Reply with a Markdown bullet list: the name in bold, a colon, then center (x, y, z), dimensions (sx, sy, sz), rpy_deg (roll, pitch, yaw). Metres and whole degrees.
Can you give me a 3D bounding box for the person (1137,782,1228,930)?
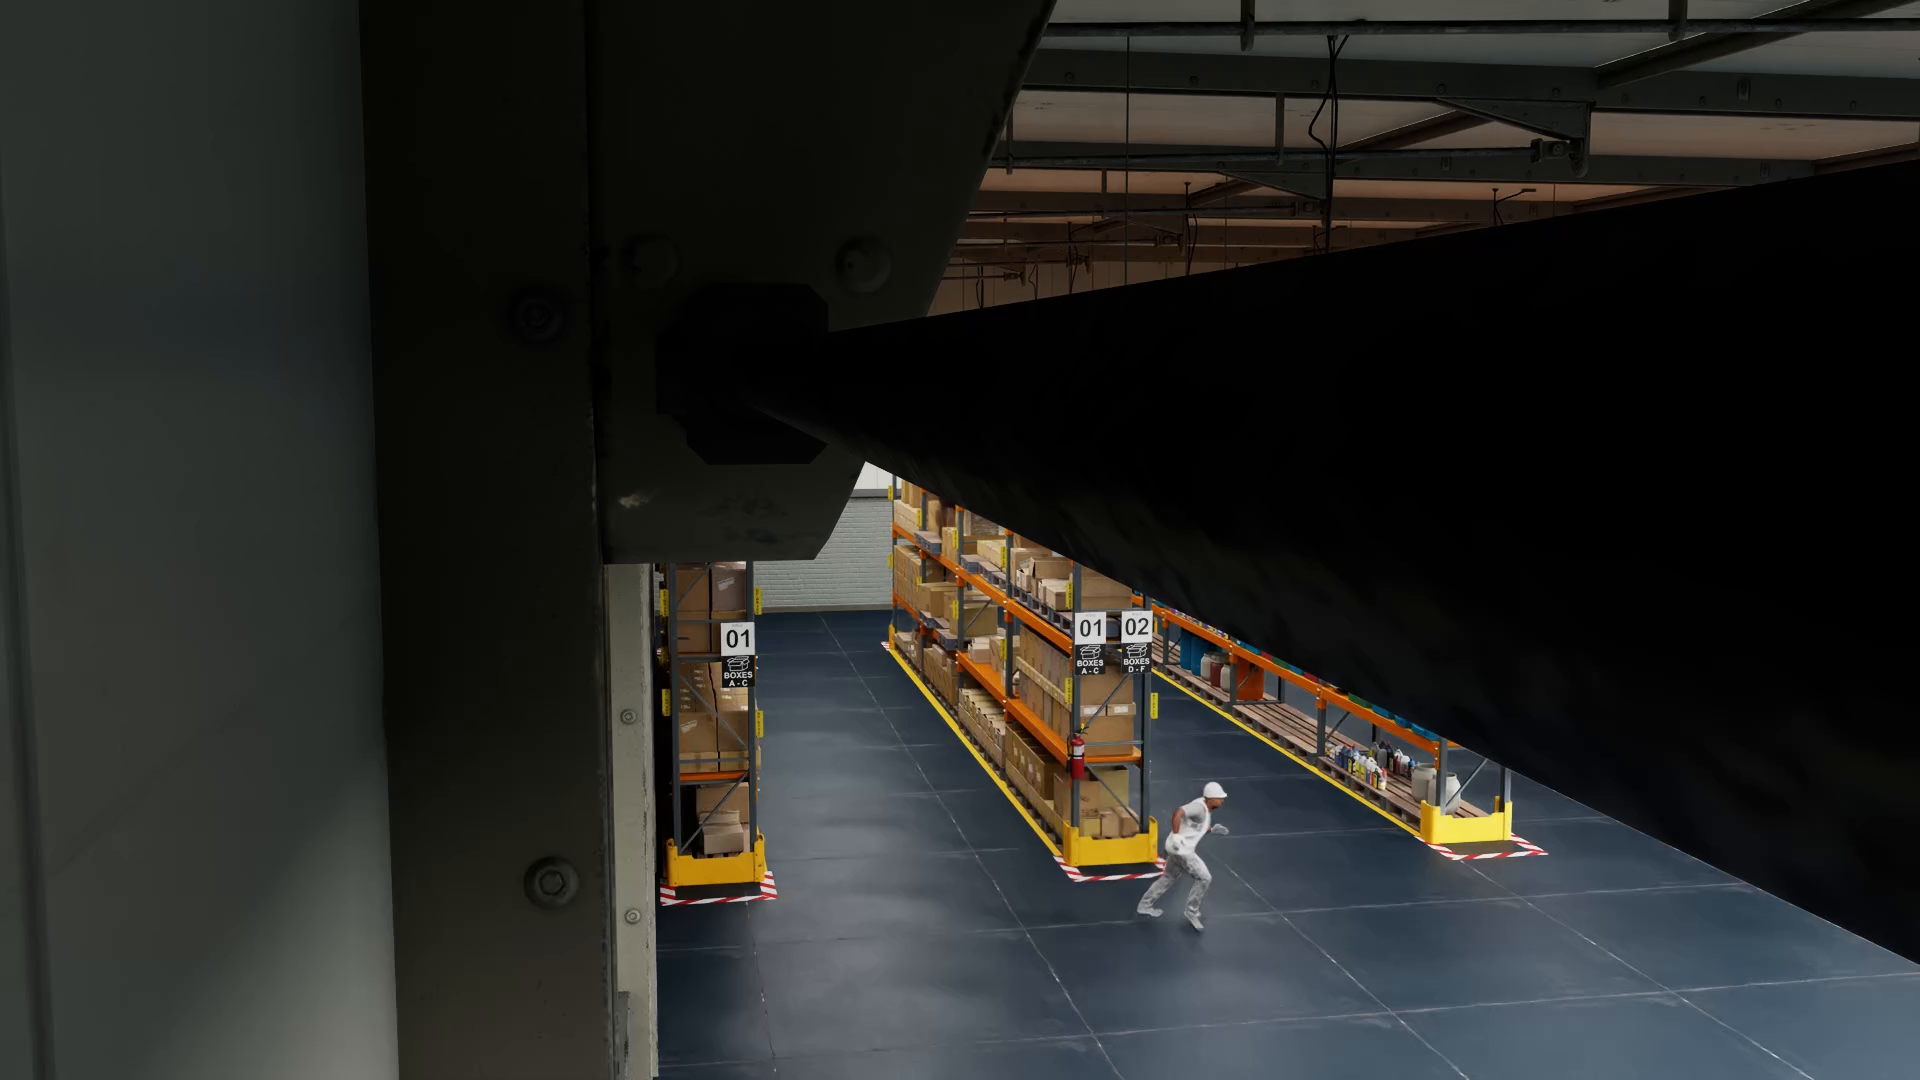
- **person**: center (2.473, 3.527, 18.561), dimensions (1.007, 1.708, 0.729), rpy_deg (2, 6, 15)
